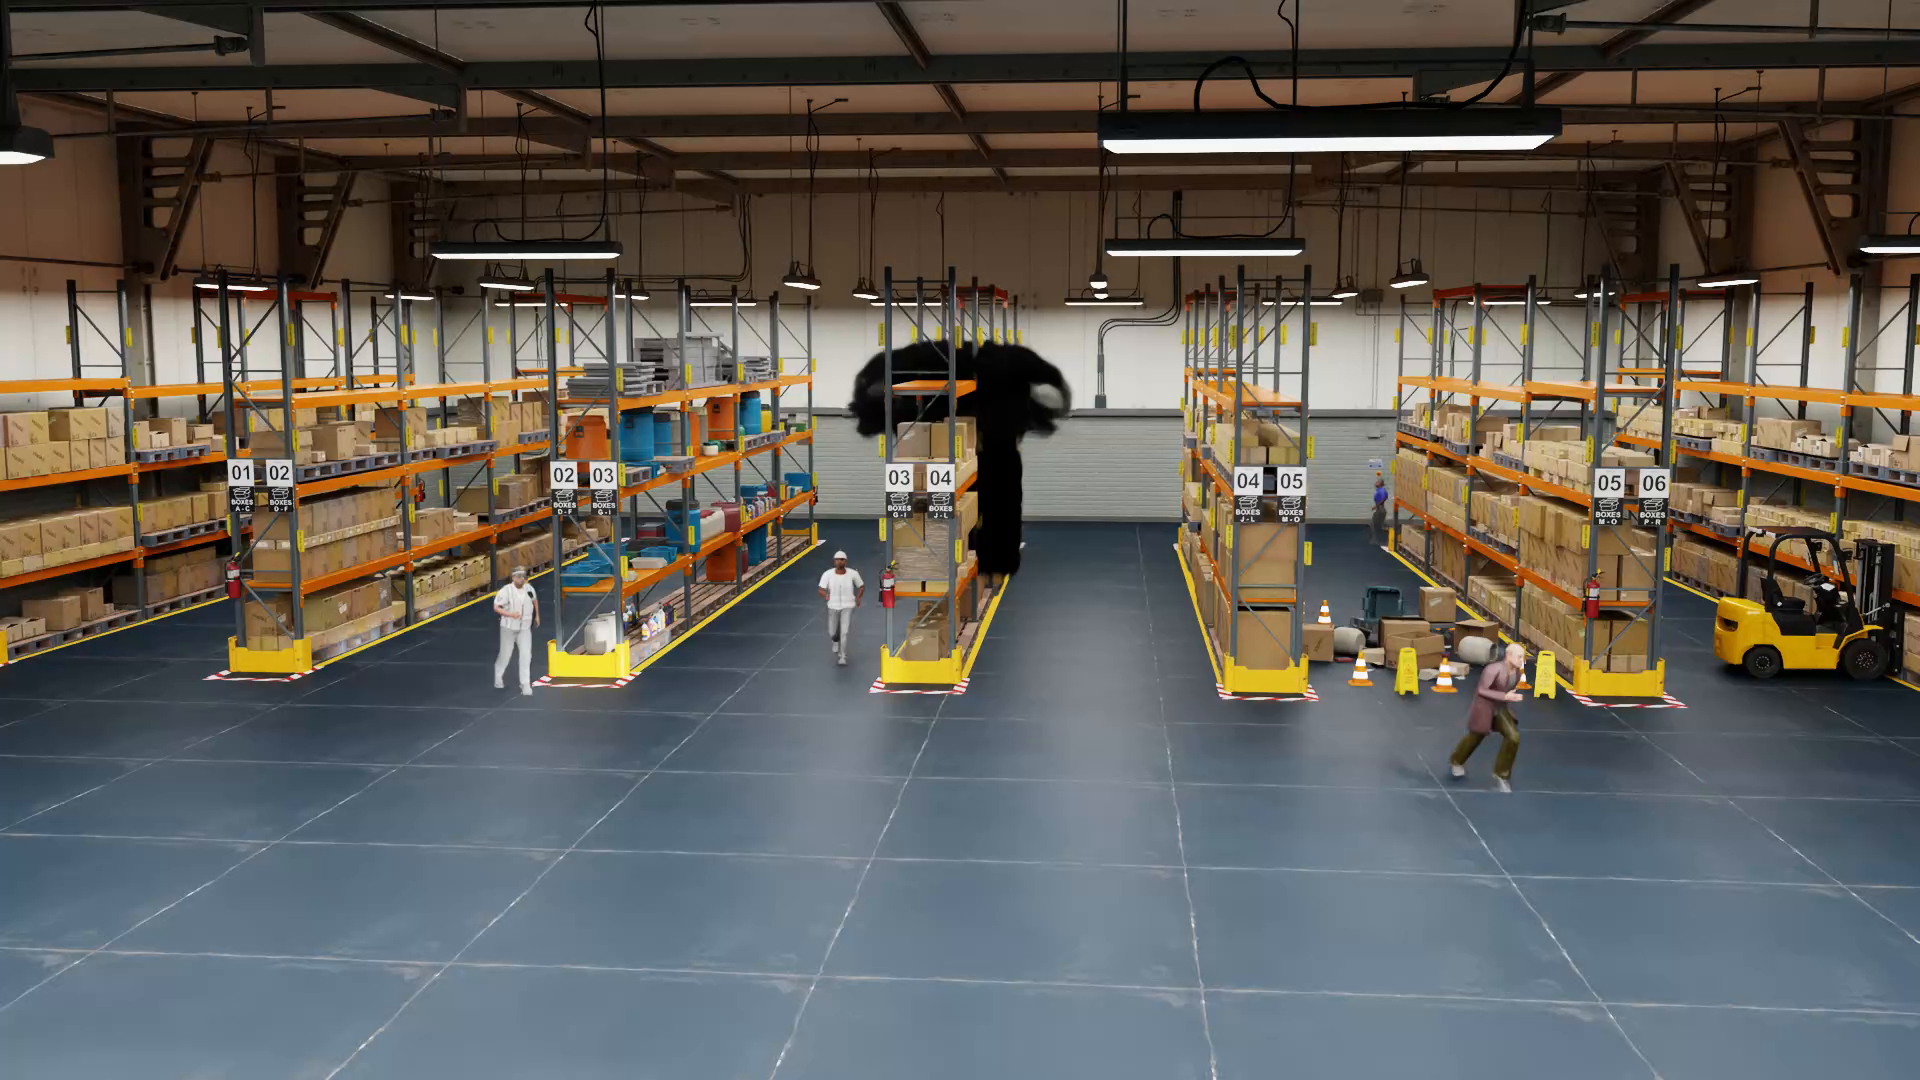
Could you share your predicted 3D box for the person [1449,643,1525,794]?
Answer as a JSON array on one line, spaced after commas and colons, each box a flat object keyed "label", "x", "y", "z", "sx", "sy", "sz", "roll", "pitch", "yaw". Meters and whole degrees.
[{"label": "person", "x": 5.900, "y": 1.954, "z": 18.563, "sx": 0.751, "sy": 1.737, "sz": 1.070, "roll": -4, "pitch": 8, "yaw": -29}]

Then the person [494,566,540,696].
[{"label": "person", "x": -6.277, "y": 1.262, "z": 23.615, "sx": 0.700, "sy": 1.823, "sz": 0.855, "roll": -5, "pitch": 8, "yaw": -34}]

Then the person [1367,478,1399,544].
[{"label": "person", "x": 10.260, "y": -0.663, "z": 40.294, "sx": 0.761, "sy": 1.640, "sz": 0.612, "roll": 2, "pitch": 7, "yaw": 12}]

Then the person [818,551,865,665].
[{"label": "person", "x": -1.832, "y": 1.035, "z": 25.676, "sx": 0.714, "sy": 1.732, "sz": 0.793, "roll": 0, "pitch": 7, "yaw": 1}]
